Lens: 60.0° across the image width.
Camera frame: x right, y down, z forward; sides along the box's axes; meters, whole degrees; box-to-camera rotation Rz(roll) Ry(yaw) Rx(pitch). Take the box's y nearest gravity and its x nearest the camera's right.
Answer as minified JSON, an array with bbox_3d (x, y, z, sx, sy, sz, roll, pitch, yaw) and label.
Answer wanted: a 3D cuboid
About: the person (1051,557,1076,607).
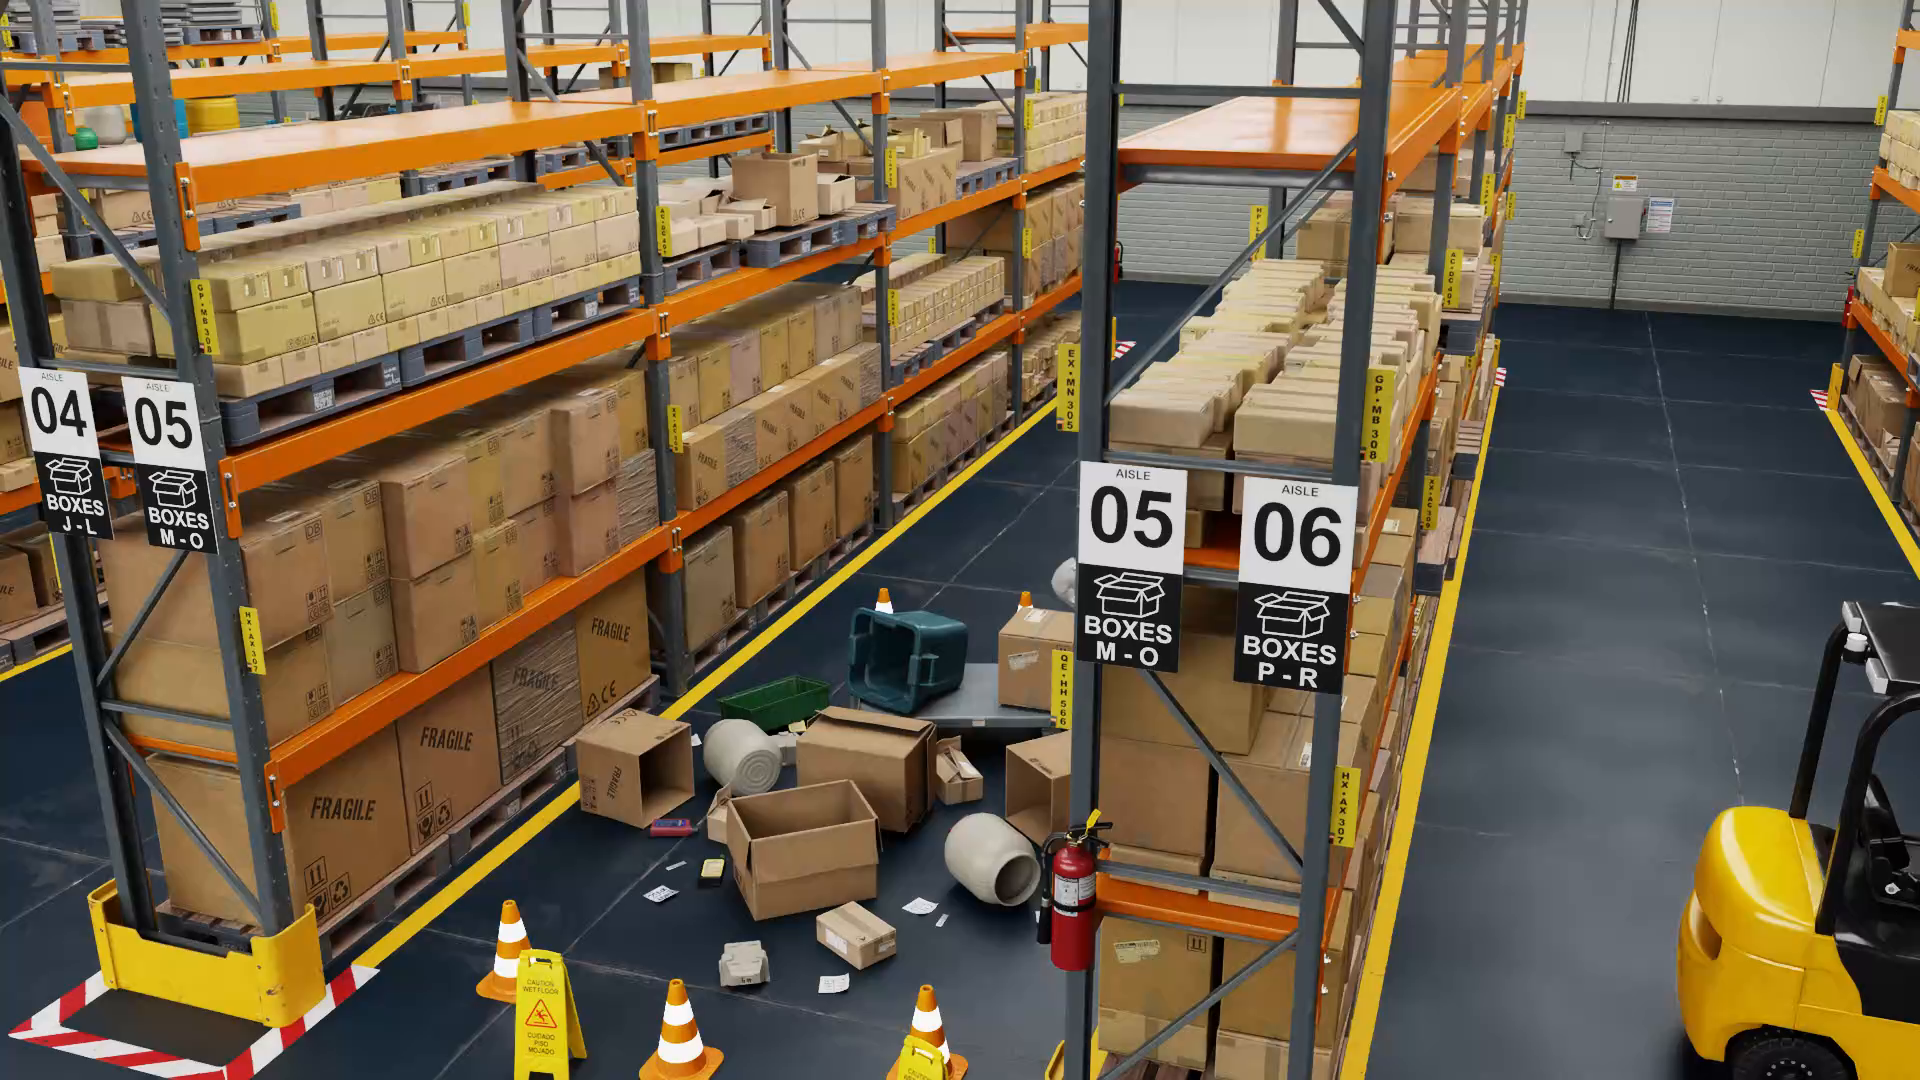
[{"bbox_3d":[1.122,0.514,12.542,0.867,0.766,0.462,6,20,17],"label":"person"}]
